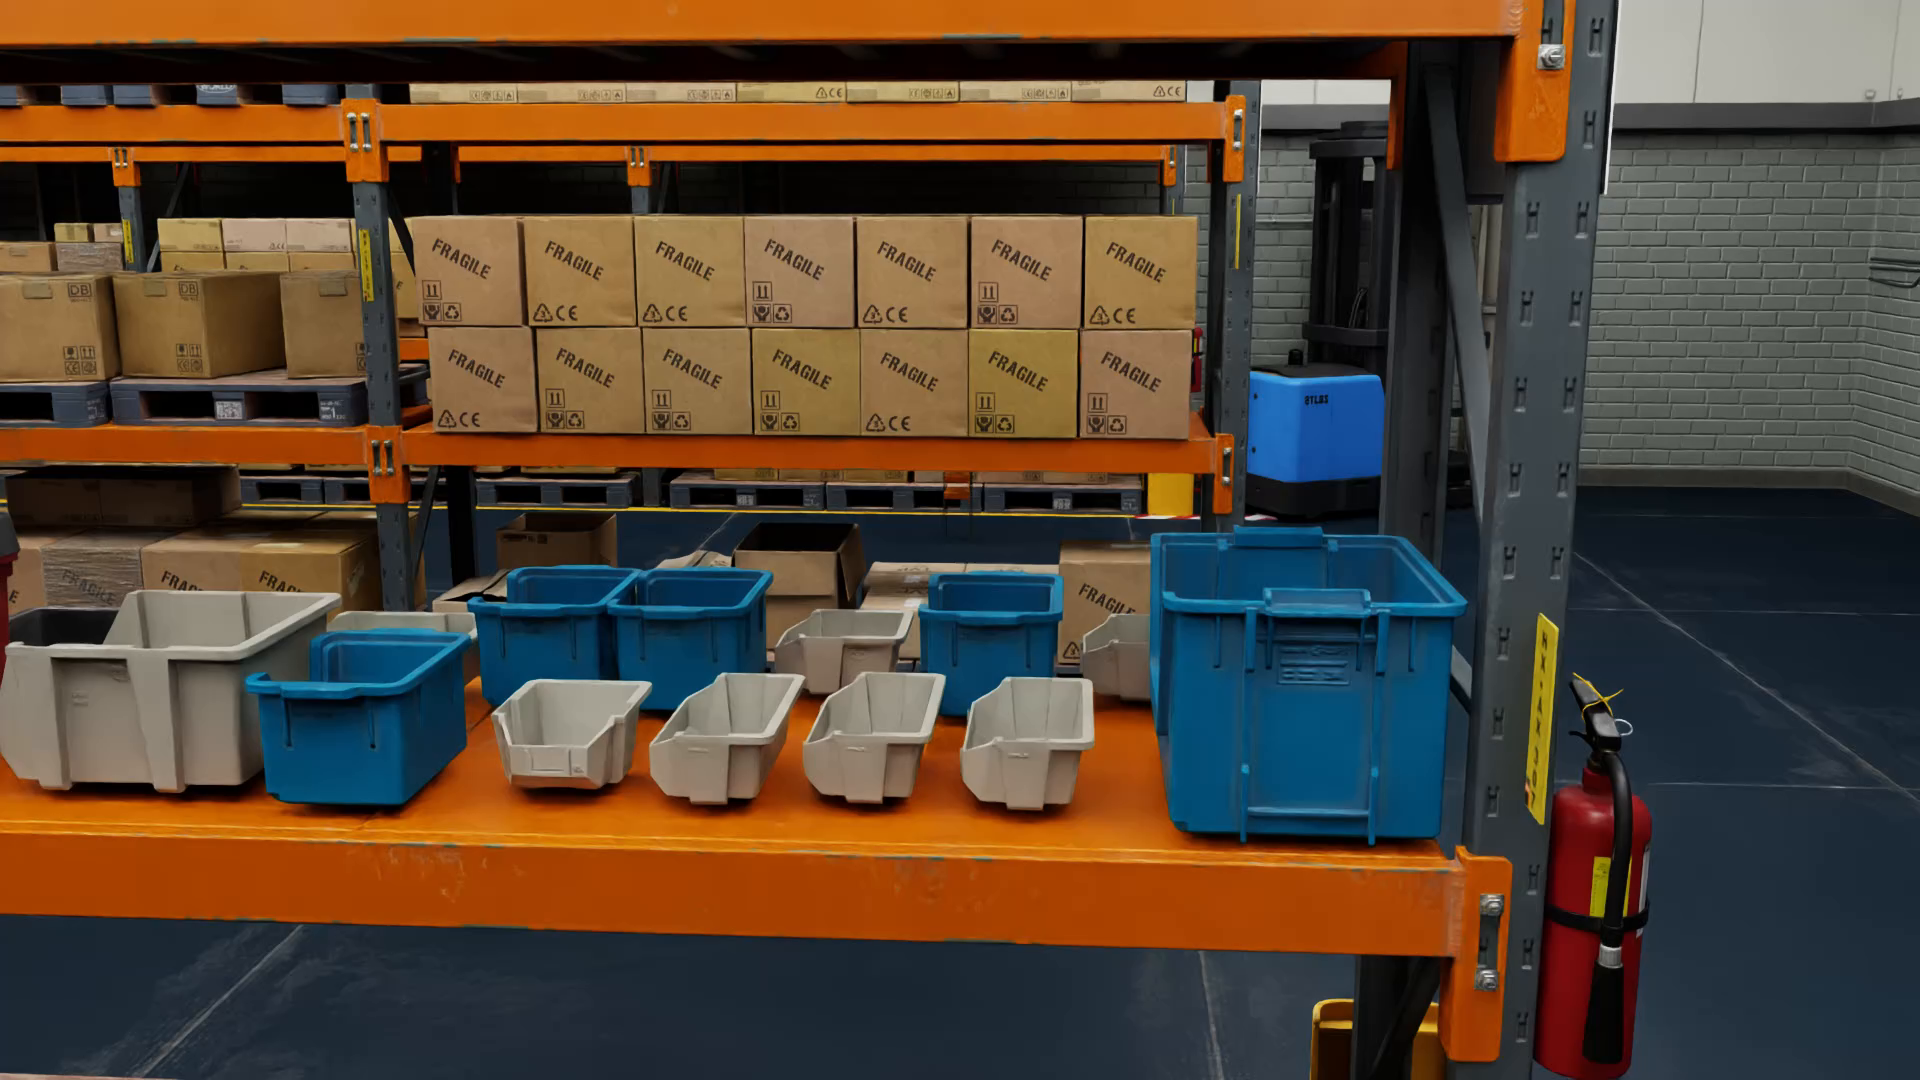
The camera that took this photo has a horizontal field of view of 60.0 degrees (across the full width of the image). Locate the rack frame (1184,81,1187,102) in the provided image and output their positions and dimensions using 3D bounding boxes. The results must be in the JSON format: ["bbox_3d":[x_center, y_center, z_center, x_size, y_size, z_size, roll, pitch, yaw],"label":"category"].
[{"bbox_3d":[1.616,-4.706,12.288,0.127,3.000,1.000,1,12,4],"label":"rack frame"}]

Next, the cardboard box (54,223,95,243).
[{"bbox_3d":[-7.034,-2.461,13.303,0.250,0.149,0.380,-1,12,-6],"label":"cardboard box"}]

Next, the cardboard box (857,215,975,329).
[{"bbox_3d":[-0.196,-1.259,7.773,0.500,0.500,0.500,1,12,5],"label":"cardboard box"}]

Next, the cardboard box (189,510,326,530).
[{"bbox_3d":[-3.702,0.134,8.830,0.500,0.500,0.500,1,12,5],"label":"cardboard box"}]

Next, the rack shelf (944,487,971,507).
[{"bbox_3d":[-0.014,-0.309,11.704,0.180,0.103,0.258,1,12,4],"label":"rack shelf"}]

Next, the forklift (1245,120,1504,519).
[{"bbox_3d":[3.573,-1.771,13.074,3.031,2.935,1.130,-5,13,-24],"label":"forklift"}]

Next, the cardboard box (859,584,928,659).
[{"bbox_3d":[-0.216,0.397,8.187,0.500,0.250,0.500,1,12,4],"label":"cardboard box"}]

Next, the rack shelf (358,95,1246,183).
[{"bbox_3d":[-0.707,-1.901,7.961,4.000,0.370,1.077,1,12,4],"label":"rack shelf"}]

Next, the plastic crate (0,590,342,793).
[{"bbox_3d":[-1.526,0.287,3.214,0.530,0.282,0.437,1,12,4],"label":"plastic crate"}]

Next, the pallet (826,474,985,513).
[{"bbox_3d":[-0.401,-0.417,13.246,1.213,0.211,1.003,1,12,4],"label":"pallet"}]

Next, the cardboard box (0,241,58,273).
[{"bbox_3d":[-7.395,-2.150,13.401,0.500,0.500,0.700,0,12,-2],"label":"cardboard box"}]

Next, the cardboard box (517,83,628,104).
[{"bbox_3d":[-1.735,-2.142,7.723,0.500,0.250,0.500,1,12,4],"label":"cardboard box"}]

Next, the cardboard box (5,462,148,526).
[{"bbox_3d":[-4.667,-0.248,8.827,0.500,0.250,0.500,1,12,3],"label":"cardboard box"}]

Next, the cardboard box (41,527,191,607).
[{"bbox_3d":[-4.207,0.232,8.362,0.500,0.500,0.500,1,12,4],"label":"cardboard box"}]

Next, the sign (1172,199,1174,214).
[{"bbox_3d":[1.566,-2.342,12.230,0.005,0.325,0.100,1,12,4],"label":"sign"}]

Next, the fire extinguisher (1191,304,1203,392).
[{"bbox_3d":[1.736,-1.453,12.487,0.183,0.674,0.296,1,12,4],"label":"fire extinguisher"}]

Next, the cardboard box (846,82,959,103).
[{"bbox_3d":[-0.240,-2.119,7.611,0.500,0.250,0.500,1,12,4],"label":"cardboard box"}]

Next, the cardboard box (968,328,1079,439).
[{"bbox_3d":[0.306,-0.763,7.847,0.500,0.500,0.500,1,12,4],"label":"cardboard box"}]

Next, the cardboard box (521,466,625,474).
[{"bbox_3d":[-3.032,-0.960,13.256,0.750,0.750,0.750,1,12,4],"label":"cardboard box"}]

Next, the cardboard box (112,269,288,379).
[{"bbox_3d":[-3.851,-1.115,8.505,0.500,0.500,0.700,3,12,13],"label":"cardboard box"}]

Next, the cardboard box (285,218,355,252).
[{"bbox_3d":[-4.895,-2.378,12.961,0.500,0.250,0.500,1,12,4],"label":"cardboard box"}]

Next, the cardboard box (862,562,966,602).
[{"bbox_3d":[-0.233,0.294,8.678,0.500,0.250,0.500,1,12,4],"label":"cardboard box"}]

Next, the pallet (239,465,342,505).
[{"bbox_3d":[-5.585,-0.488,13.585,1.213,0.211,1.003,1,12,4],"label":"pallet"}]

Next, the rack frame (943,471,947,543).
[{"bbox_3d":[-0.106,-0.589,11.652,0.006,1.200,0.240,1,12,4],"label":"rack frame"}]

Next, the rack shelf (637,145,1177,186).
[{"bbox_3d":[-0.380,-2.913,12.799,4.000,0.370,1.077,1,12,4],"label":"rack shelf"}]

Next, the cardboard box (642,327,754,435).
[{"bbox_3d":[-1.202,-0.785,7.950,0.500,0.500,0.500,1,12,3],"label":"cardboard box"}]

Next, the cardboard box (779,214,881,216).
[{"bbox_3d":[-0.664,-1.376,8.334,0.500,0.500,0.500,1,12,3],"label":"cardboard box"}]

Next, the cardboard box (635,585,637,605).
[{"bbox_3d":[-1.737,0.310,8.846,0.250,0.149,0.380,1,12,4],"label":"cardboard box"}]

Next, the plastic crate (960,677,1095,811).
[{"bbox_3d":[0.128,0.380,3.124,0.243,0.136,0.396,1,12,4],"label":"plastic crate"}]

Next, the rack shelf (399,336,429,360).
[{"bbox_3d":[-4.371,-1.500,13.368,4.000,0.370,1.077,1,12,4],"label":"rack shelf"}]

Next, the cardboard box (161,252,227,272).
[{"bbox_3d":[-5.899,-2.024,13.101,0.500,0.500,0.500,1,12,5],"label":"cardboard box"}]

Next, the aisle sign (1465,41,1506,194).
[{"bbox_3d":[1.046,-1.078,3.246,0.004,0.787,0.394,1,12,4],"label":"aisle sign"}]

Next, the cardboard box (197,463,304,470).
[{"bbox_3d":[-5.641,-0.996,13.426,0.750,0.750,0.750,1,12,3],"label":"cardboard box"}]

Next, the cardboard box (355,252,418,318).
[{"bbox_3d":[-4.362,-2.003,12.997,0.500,0.500,0.500,1,12,5],"label":"cardboard box"}]

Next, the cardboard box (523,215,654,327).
[{"bbox_3d":[-1.736,-1.280,7.874,0.500,0.500,0.500,0,12,2],"label":"cardboard box"}]

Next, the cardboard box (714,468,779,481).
[{"bbox_3d":[-1.636,-0.775,13.227,0.500,0.500,0.700,1,12,4],"label":"cardboard box"}]

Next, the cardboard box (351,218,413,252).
[{"bbox_3d":[-4.385,-2.373,12.934,0.500,0.250,0.500,1,12,3],"label":"cardboard box"}]

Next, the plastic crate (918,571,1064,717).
[{"bbox_3d":[0.073,0.227,3.618,0.300,0.233,0.416,1,12,4],"label":"plastic crate"}]

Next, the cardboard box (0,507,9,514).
[{"bbox_3d":[-5.228,0.113,8.932,0.500,0.500,0.500,0,12,2],"label":"cardboard box"}]

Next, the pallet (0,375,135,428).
[{"bbox_3d":[-4.753,-0.747,8.484,1.213,0.211,1.003,1,12,4],"label":"pallet"}]

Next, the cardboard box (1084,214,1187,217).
[{"bbox_3d":[0.863,-1.356,8.238,0.500,0.500,0.500,1,12,5],"label":"cardboard box"}]

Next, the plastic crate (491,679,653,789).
[{"bbox_3d":[-0.736,0.374,3.152,0.250,0.136,0.298,1,12,4],"label":"plastic crate"}]

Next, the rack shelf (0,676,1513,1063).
[{"bbox_3d":[-1.042,0.579,3.431,4.000,0.370,1.077,1,12,4],"label":"rack shelf"}]

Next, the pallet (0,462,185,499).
[{"bbox_3d":[-7.146,-0.525,13.763,1.213,0.211,1.003,1,12,4],"label":"pallet"}]

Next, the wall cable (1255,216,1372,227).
[{"bbox_3d":[2.957,-2.443,13.638,1.851,1.984,0.084,1,12,4],"label":"wall cable"}]

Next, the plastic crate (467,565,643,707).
[{"bbox_3d":[-0.884,0.214,3.681,0.300,0.233,0.416,1,12,4],"label":"plastic crate"}]

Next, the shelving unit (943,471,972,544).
[{"bbox_3d":[-0.014,-0.587,11.646,0.189,1.200,0.258,1,12,4],"label":"shelving unit"}]

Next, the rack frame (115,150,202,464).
[{"bbox_3d":[-6.366,-1.879,13.425,0.127,3.000,1.000,1,12,4],"label":"rack frame"}]

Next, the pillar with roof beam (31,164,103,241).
[{"bbox_3d":[-7.893,-4.131,9.536,0.400,9.000,9.100,1,12,4],"label":"pillar with roof beam"}]

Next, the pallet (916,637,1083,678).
[{"bbox_3d":[0.417,0.596,8.405,1.213,0.211,1.003,1,12,4],"label":"pallet"}]

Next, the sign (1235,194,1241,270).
[{"bbox_3d":[1.232,-1.366,7.372,0.005,0.325,0.100,1,12,4],"label":"sign"}]

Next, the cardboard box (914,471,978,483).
[{"bbox_3d":[-0.090,-0.754,13.128,0.500,0.500,0.700,0,12,2],"label":"cardboard box"}]
